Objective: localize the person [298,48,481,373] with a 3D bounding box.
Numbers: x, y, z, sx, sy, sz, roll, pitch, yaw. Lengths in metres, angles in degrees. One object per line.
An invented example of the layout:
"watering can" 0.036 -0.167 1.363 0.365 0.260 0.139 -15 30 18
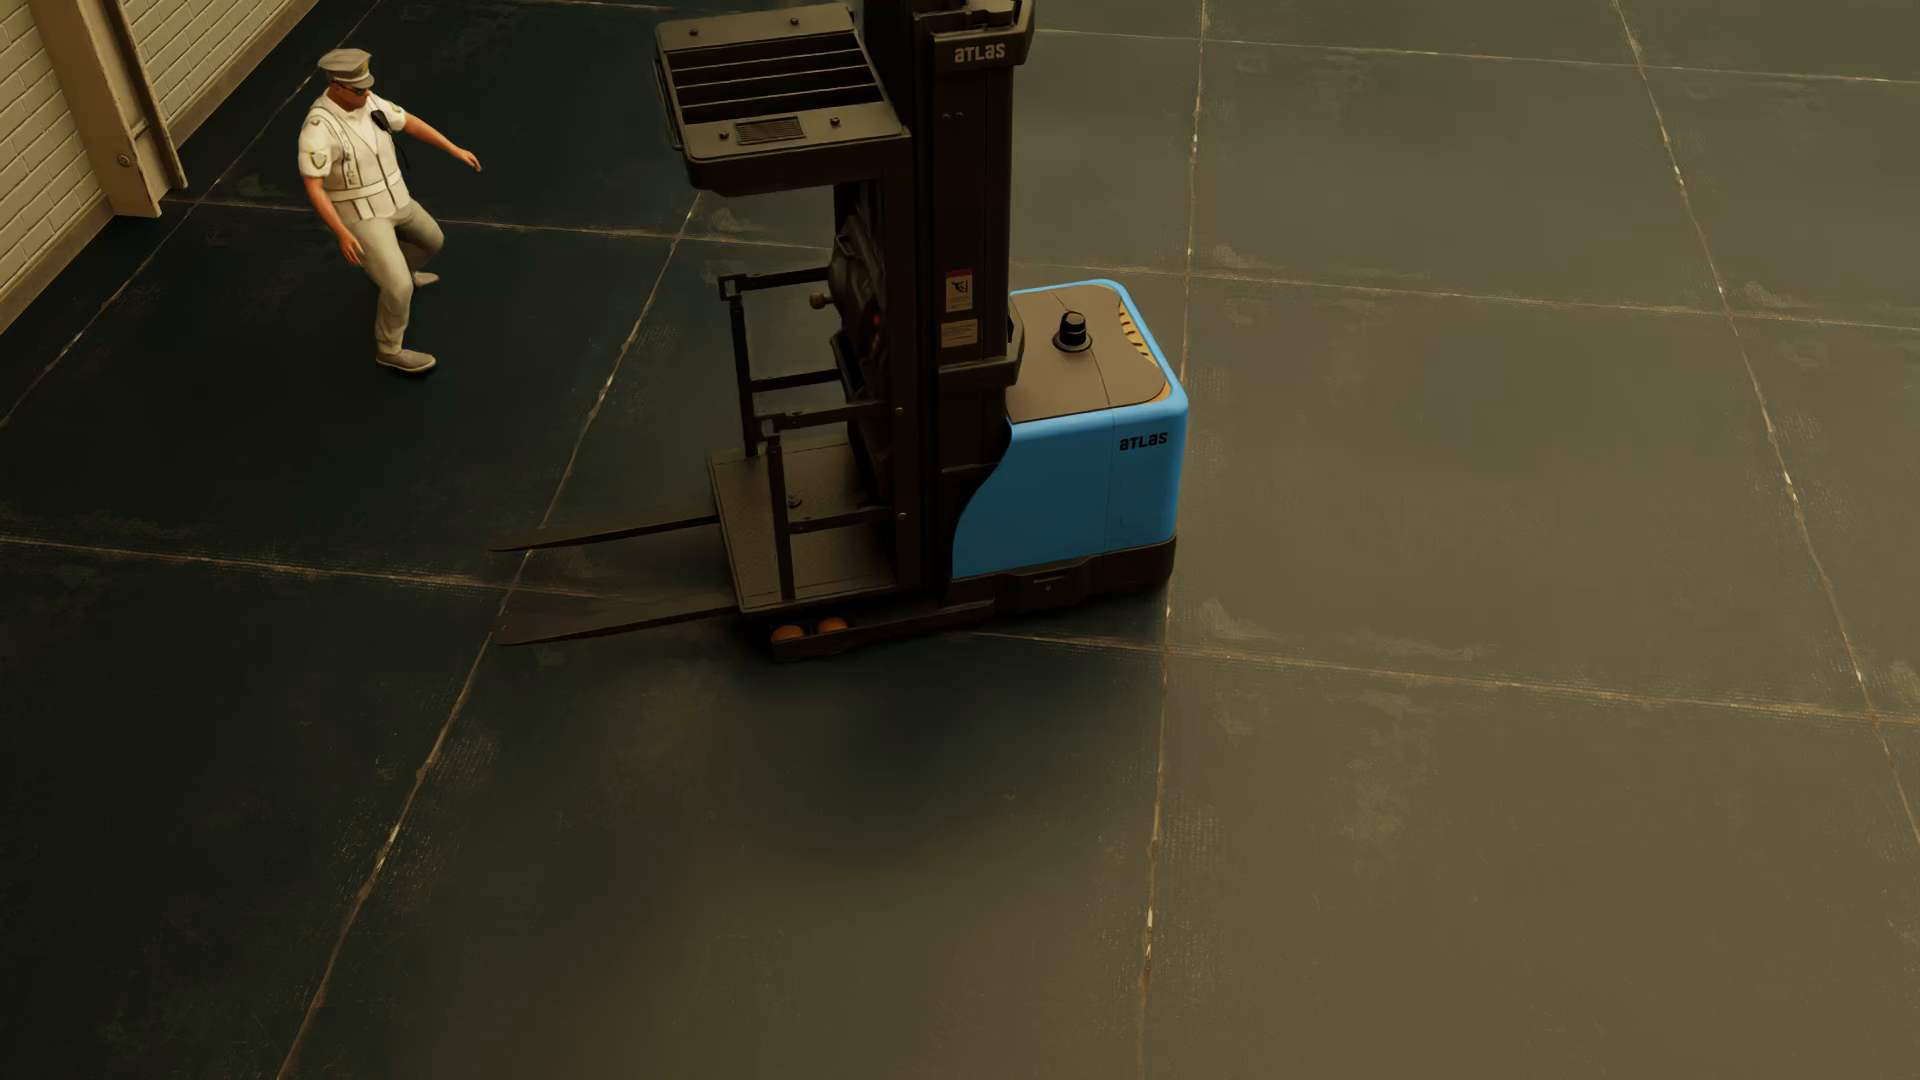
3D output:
"person" -2.990 -1.783 8.683 0.775 1.623 0.967 16 45 17

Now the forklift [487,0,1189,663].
"forklift" -0.598 -0.940 6.748 3.031 2.935 1.130 -10 43 -10
